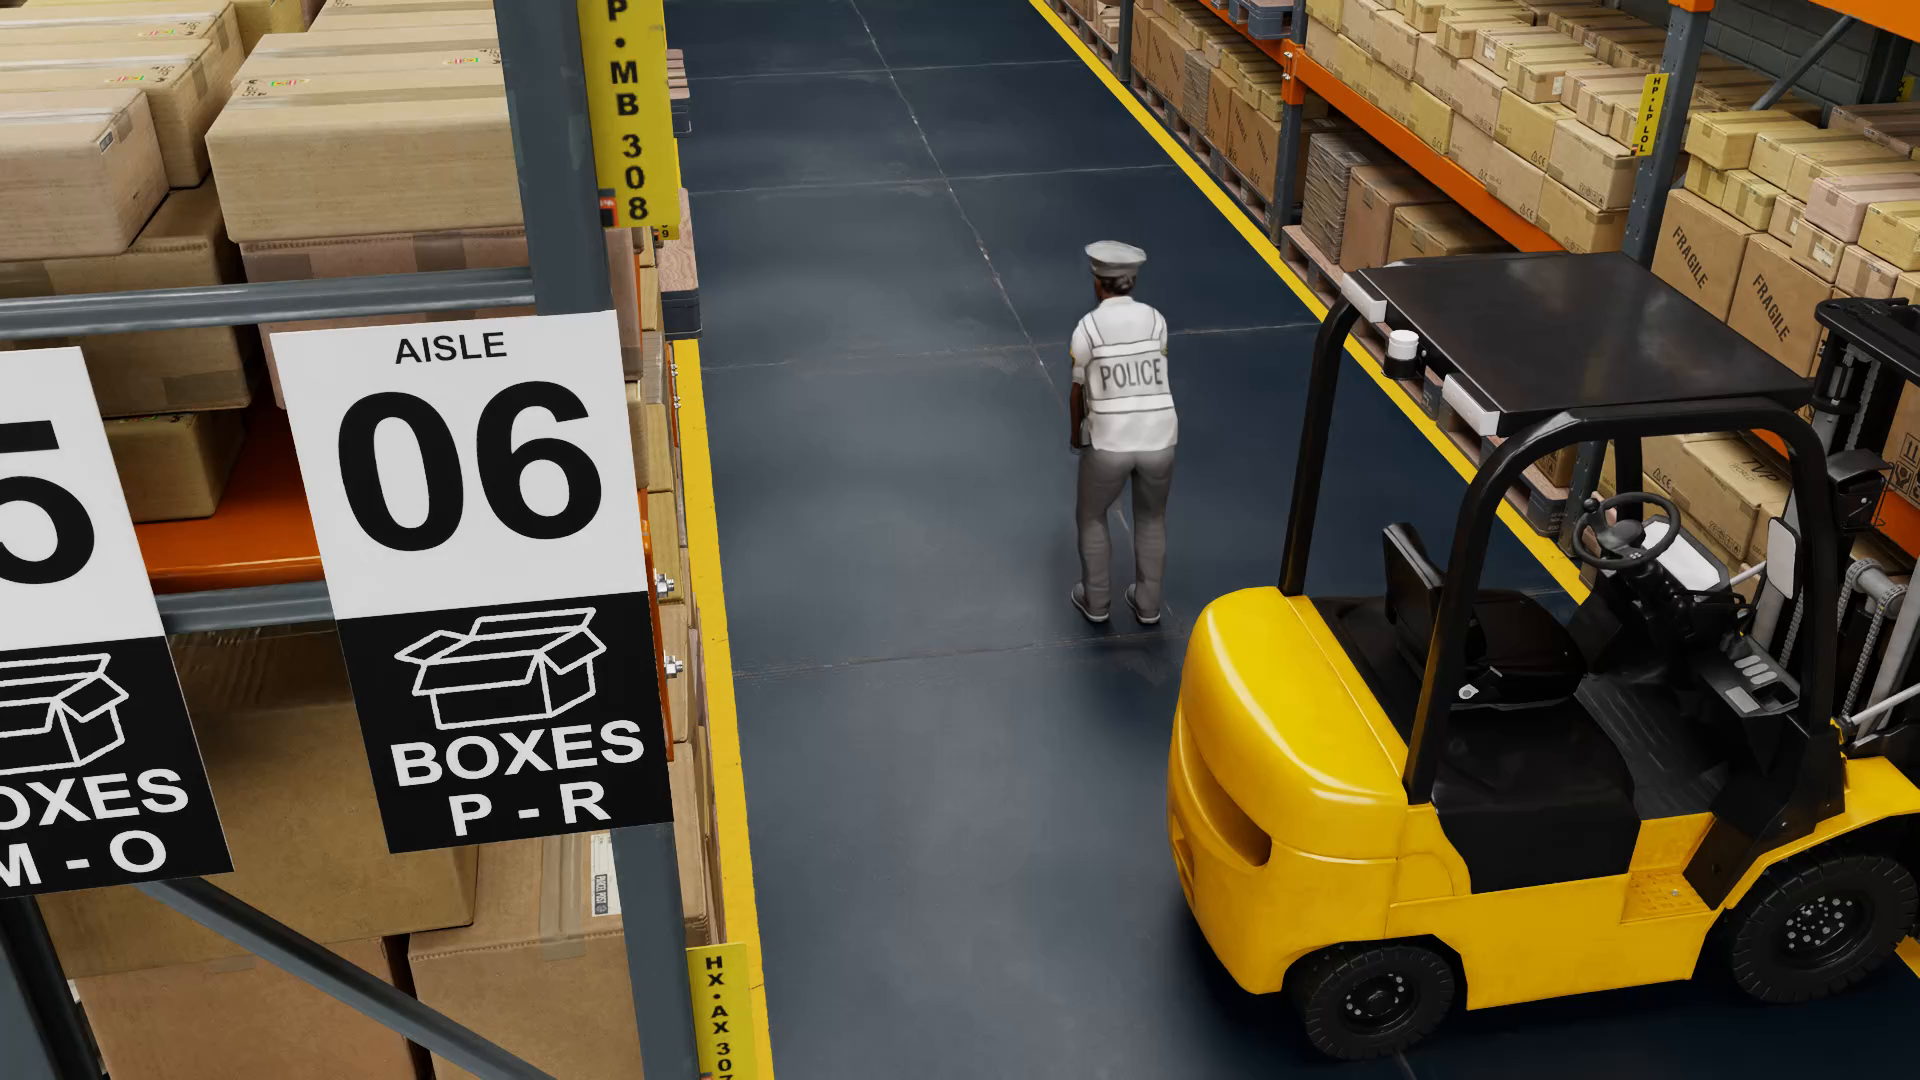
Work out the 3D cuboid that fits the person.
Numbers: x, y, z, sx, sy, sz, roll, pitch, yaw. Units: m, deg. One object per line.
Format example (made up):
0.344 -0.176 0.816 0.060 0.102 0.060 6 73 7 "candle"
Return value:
0.659 -0.404 6.884 0.412 1.595 0.575 -6 31 -10 "person"
